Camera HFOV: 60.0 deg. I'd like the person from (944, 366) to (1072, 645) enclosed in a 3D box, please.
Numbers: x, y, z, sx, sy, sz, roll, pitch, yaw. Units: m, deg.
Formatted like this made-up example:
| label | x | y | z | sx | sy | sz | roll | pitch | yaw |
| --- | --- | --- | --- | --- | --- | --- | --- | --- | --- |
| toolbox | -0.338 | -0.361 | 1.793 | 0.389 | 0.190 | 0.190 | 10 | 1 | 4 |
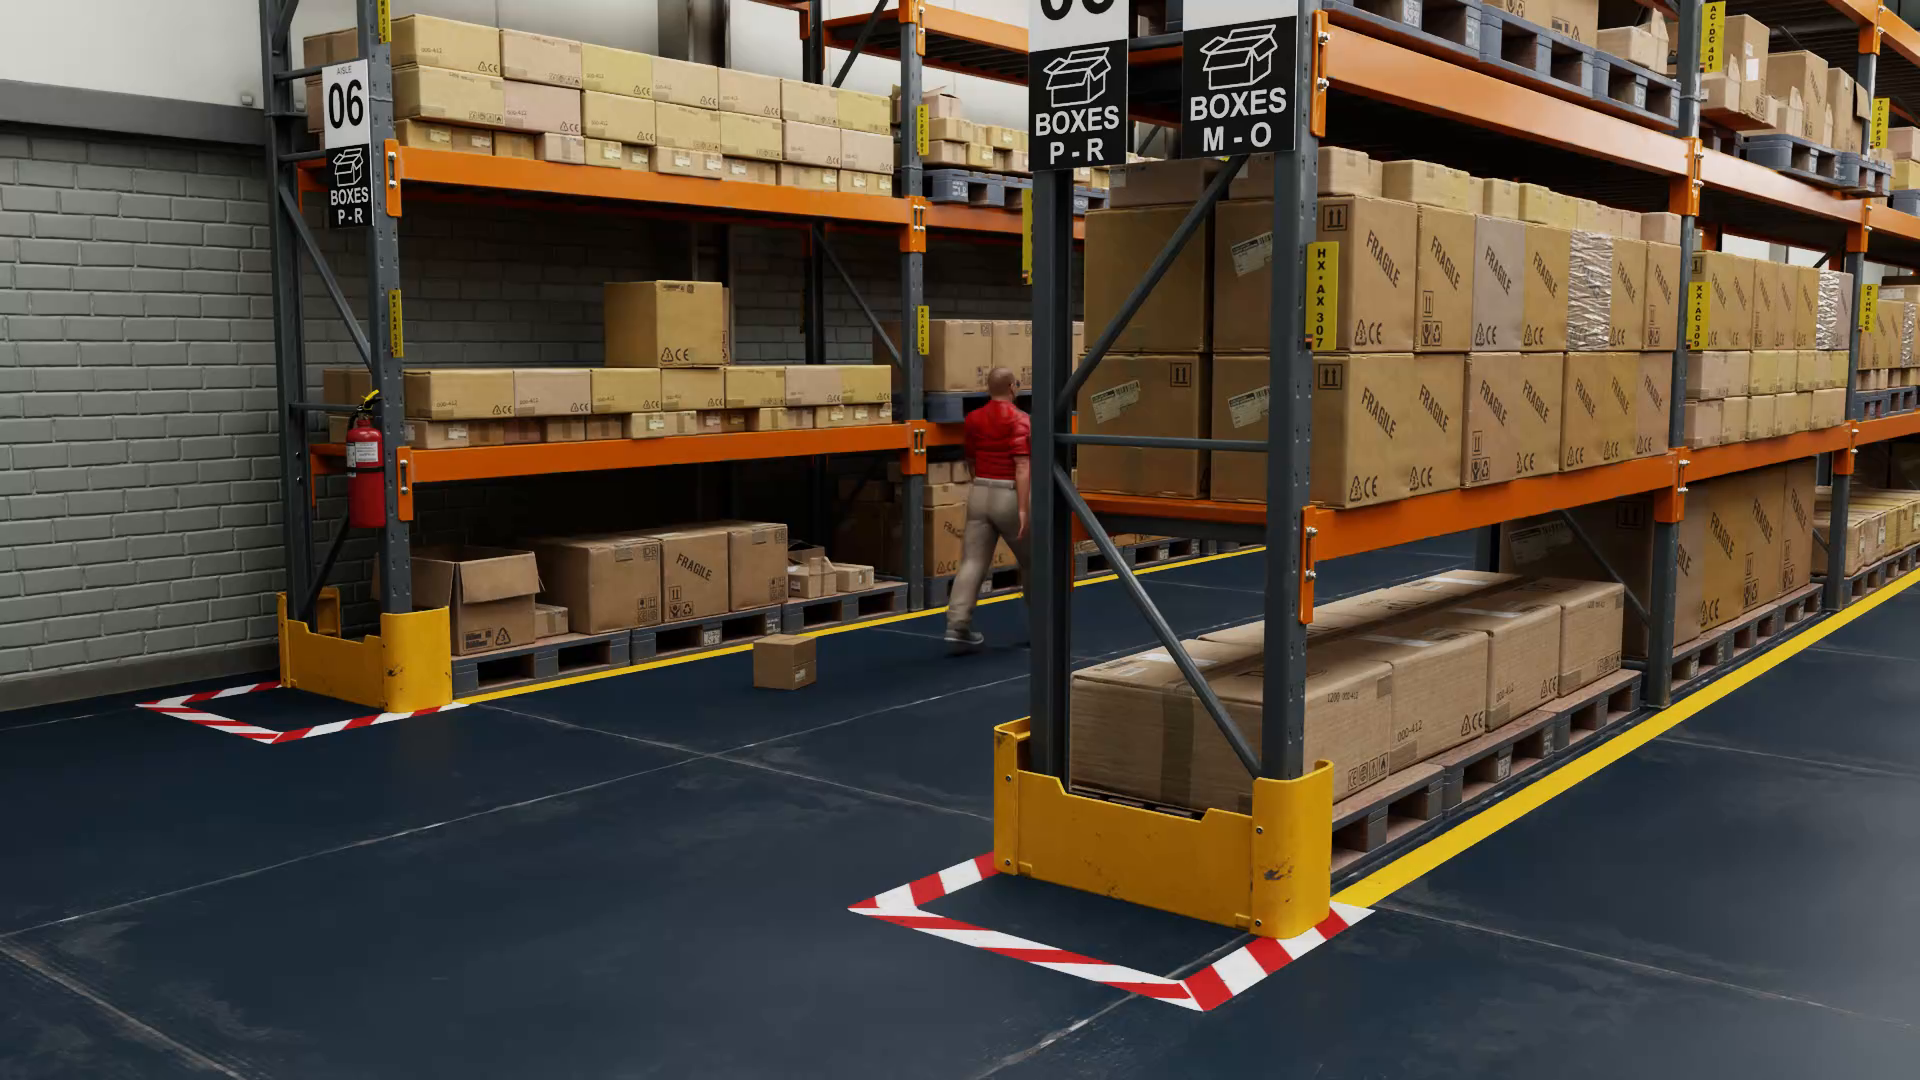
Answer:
| label | x | y | z | sx | sy | sz | roll | pitch | yaw |
| --- | --- | --- | --- | --- | --- | --- | --- | --- | --- |
| person | 0.293 | -0.221 | 10.098 | 0.578 | 1.662 | 1.053 | 5 | 8 | 34 |
